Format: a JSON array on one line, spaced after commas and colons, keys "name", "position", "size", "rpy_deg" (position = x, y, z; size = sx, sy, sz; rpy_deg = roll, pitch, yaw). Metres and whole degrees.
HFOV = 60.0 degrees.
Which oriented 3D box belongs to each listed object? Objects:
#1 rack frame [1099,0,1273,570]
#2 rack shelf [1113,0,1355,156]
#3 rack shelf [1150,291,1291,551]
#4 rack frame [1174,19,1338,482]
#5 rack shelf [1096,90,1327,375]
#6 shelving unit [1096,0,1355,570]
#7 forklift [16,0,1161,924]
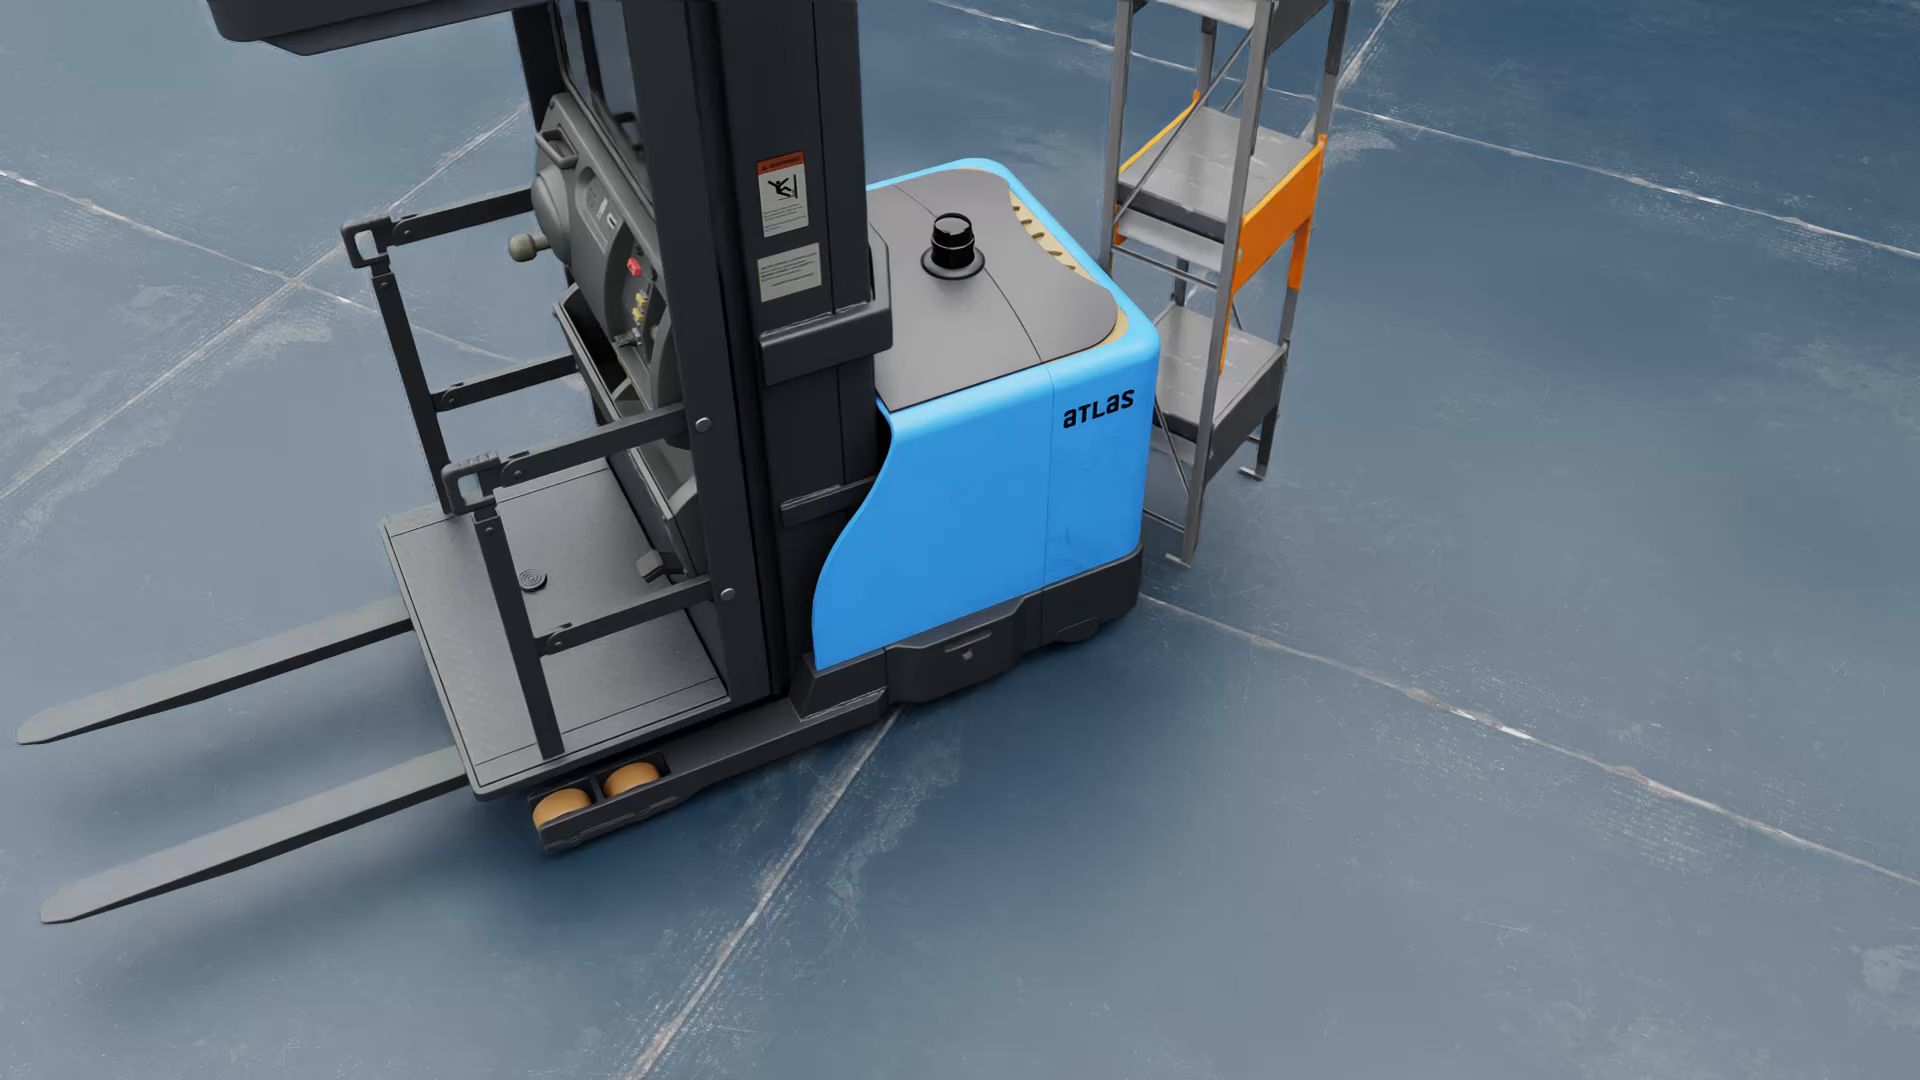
[{"name": "rack frame", "position": [0.552, -0.731, 4.496], "size": [0.400, 2.100, 0.015], "rpy_deg": [27, 51, 24]}, {"name": "rack shelf", "position": [0.693, -1.355, 4.148], "size": [0.431, 0.518, 0.480], "rpy_deg": [27, 51, 24]}, {"name": "rack shelf", "position": [0.693, -0.371, 5.144], "size": [0.431, 0.518, 0.480], "rpy_deg": [27, 51, 24]}, {"name": "rack frame", "position": [0.833, -1.015, 4.777], "size": [0.400, 2.100, 0.015], "rpy_deg": [27, 51, 24]}, {"name": "rack shelf", "position": [0.693, -0.863, 4.646], "size": [0.431, 0.518, 0.480], "rpy_deg": [27, 51, 24]}, {"name": "shelving unit", "position": [0.693, -0.873, 4.636], "size": [0.431, 2.100, 0.503], "rpy_deg": [27, 51, 24]}, {"name": "forklift", "position": [-1.017, -0.640, 3.822], "size": [3.031, 2.935, 1.130], "rpy_deg": [-20, 49, -18]}]
